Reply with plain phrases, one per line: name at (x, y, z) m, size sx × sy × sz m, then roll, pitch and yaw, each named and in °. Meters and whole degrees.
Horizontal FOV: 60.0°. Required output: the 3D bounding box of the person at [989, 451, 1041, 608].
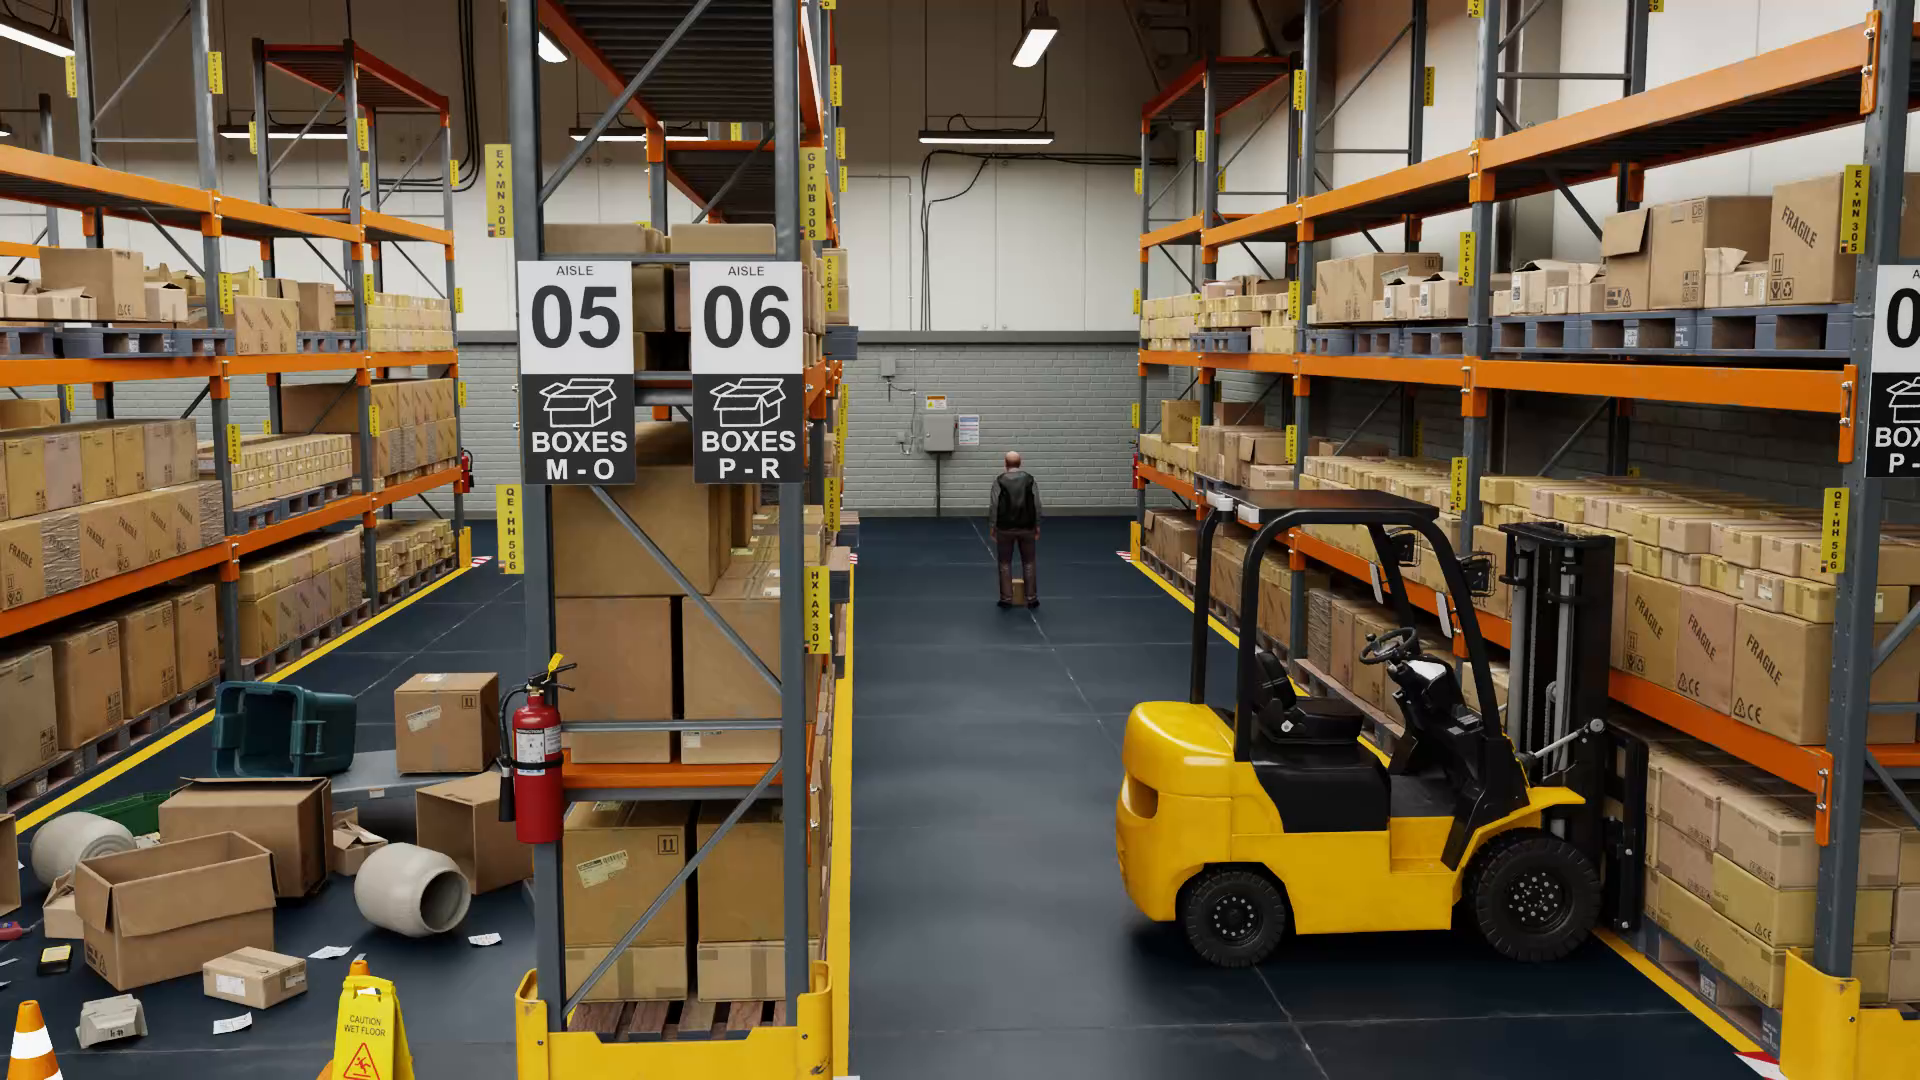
person at (0.608, -0.116, 18.320) m, size 0.590 × 1.720 × 0.376 m, roll -1°, pitch 7°, yaw -7°
